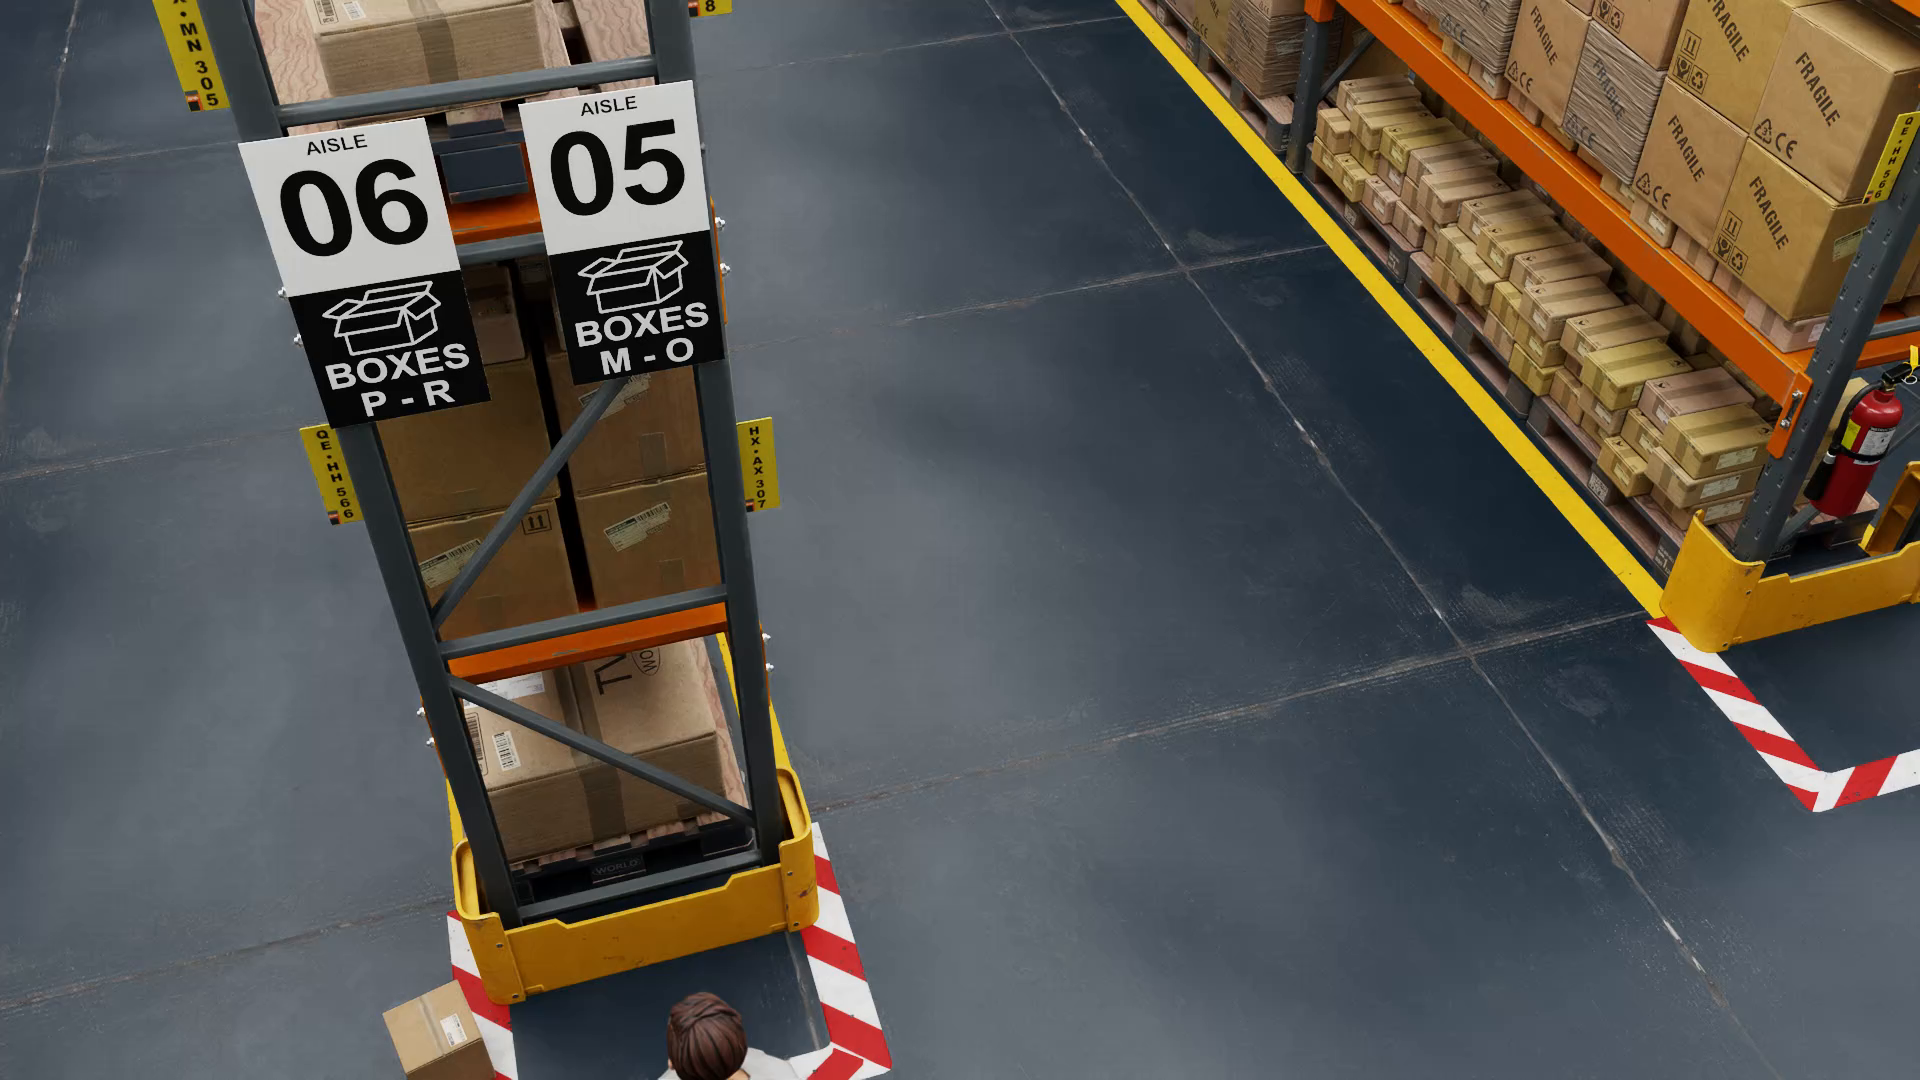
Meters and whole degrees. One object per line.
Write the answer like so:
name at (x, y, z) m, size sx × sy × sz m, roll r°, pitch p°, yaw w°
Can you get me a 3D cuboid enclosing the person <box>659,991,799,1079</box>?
person at (-0.591, 1.667, 4.325) m, size 0.453 × 1.676 × 0.390 m, roll -11°, pitch 44°, yaw -12°
